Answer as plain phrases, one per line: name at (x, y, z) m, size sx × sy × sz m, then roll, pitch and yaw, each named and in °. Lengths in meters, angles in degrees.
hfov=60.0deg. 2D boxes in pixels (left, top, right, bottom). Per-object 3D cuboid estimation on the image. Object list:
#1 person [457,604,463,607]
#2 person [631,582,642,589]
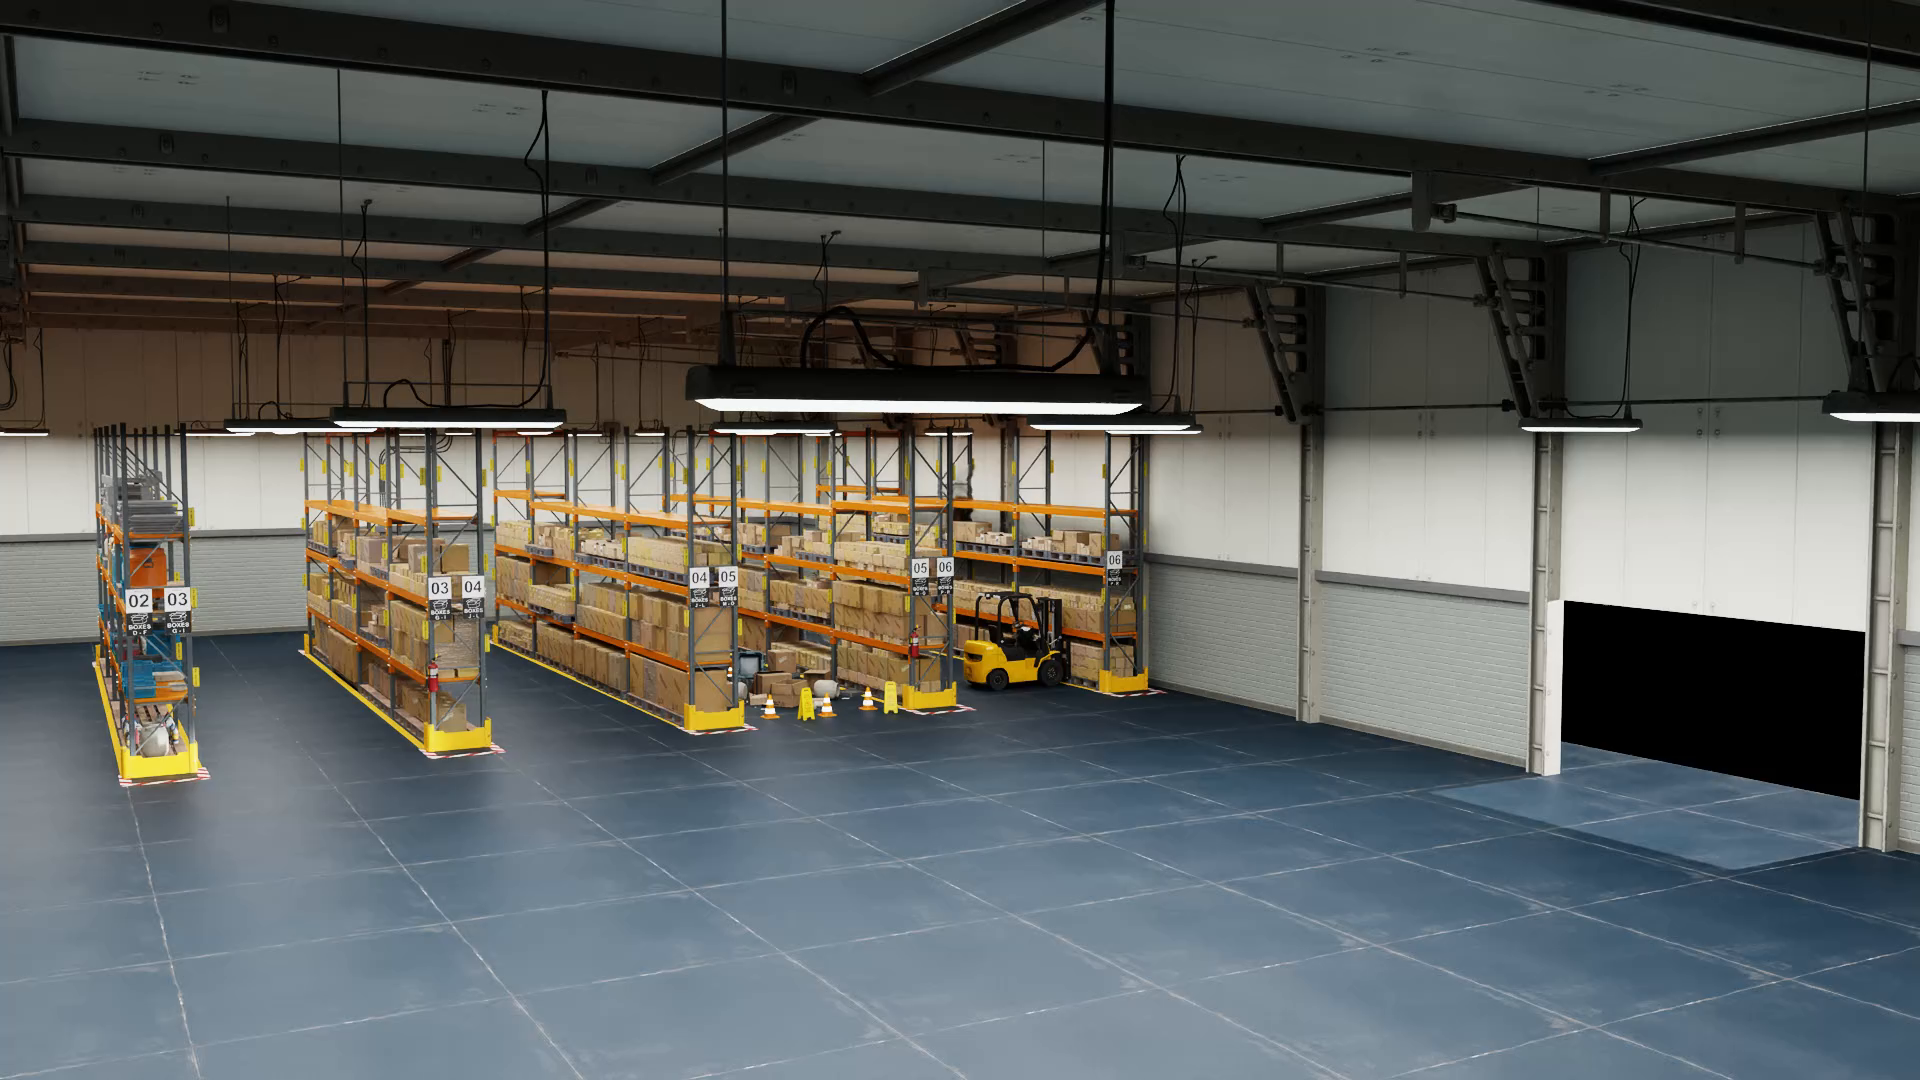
person at (-13.390, 2.209, 44.727) m, size 0.635 × 1.701 × 0.812 m, roll -1°, pitch 4°, yaw -18°
person at (-9.927, 1.777, 50.148) m, size 0.914 × 1.781 × 0.689 m, roll -2°, pitch 4°, yaw -25°
